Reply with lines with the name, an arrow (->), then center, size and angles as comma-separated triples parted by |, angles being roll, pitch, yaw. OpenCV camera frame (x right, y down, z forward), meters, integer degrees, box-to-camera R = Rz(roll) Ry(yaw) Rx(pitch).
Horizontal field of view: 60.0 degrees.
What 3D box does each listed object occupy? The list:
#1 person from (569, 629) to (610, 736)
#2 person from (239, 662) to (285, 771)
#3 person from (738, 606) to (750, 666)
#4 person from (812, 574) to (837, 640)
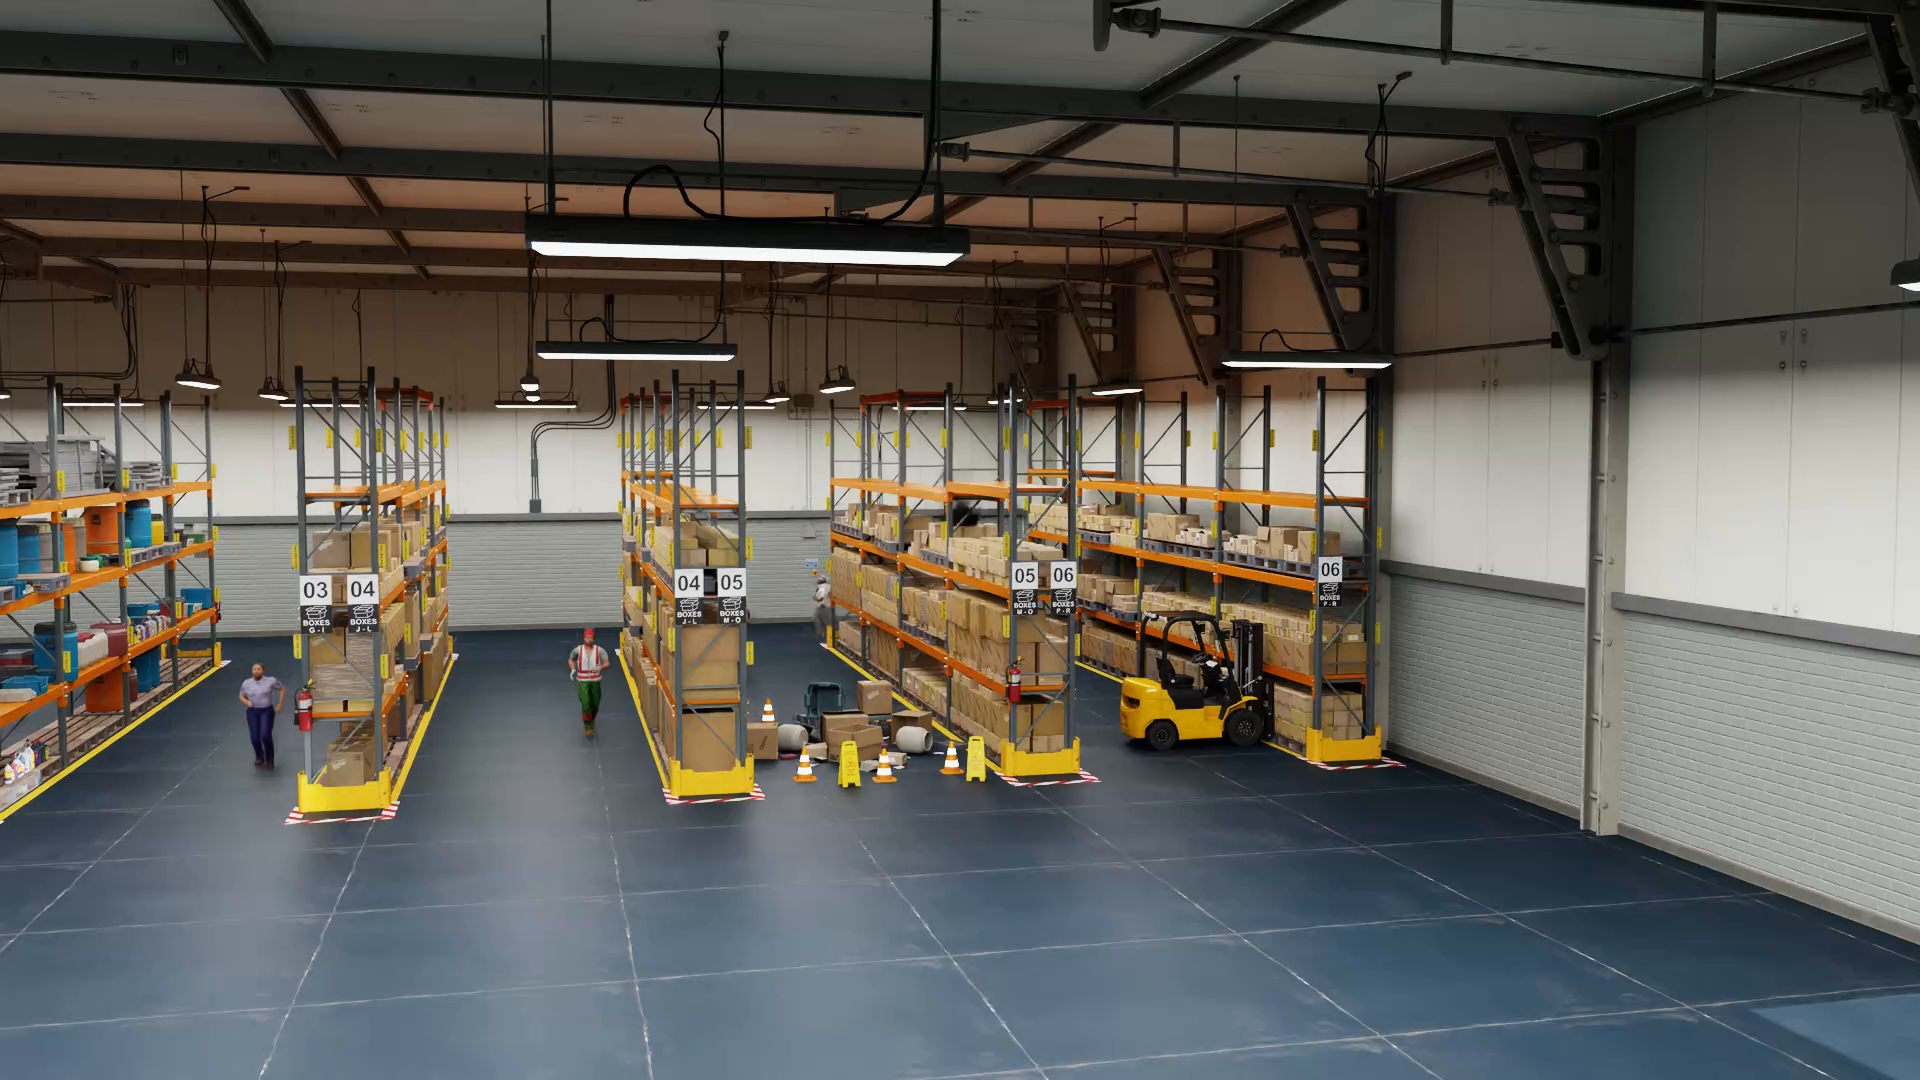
person -> -6.309, 2.404, 28.331 | 0.673, 1.777, 0.872 | -1, 4, -17
person -> -10.623, 2.695, 25.283 | 0.619, 1.692, 0.691 | -1, 3, -12
person -> -4.919, 2.030, 36.609 | 0.551, 1.677, 0.797 | -1, 4, -20
person -> -3.371, 1.702, 41.630 | 0.669, 1.720, 0.609 | -1, 3, -10
